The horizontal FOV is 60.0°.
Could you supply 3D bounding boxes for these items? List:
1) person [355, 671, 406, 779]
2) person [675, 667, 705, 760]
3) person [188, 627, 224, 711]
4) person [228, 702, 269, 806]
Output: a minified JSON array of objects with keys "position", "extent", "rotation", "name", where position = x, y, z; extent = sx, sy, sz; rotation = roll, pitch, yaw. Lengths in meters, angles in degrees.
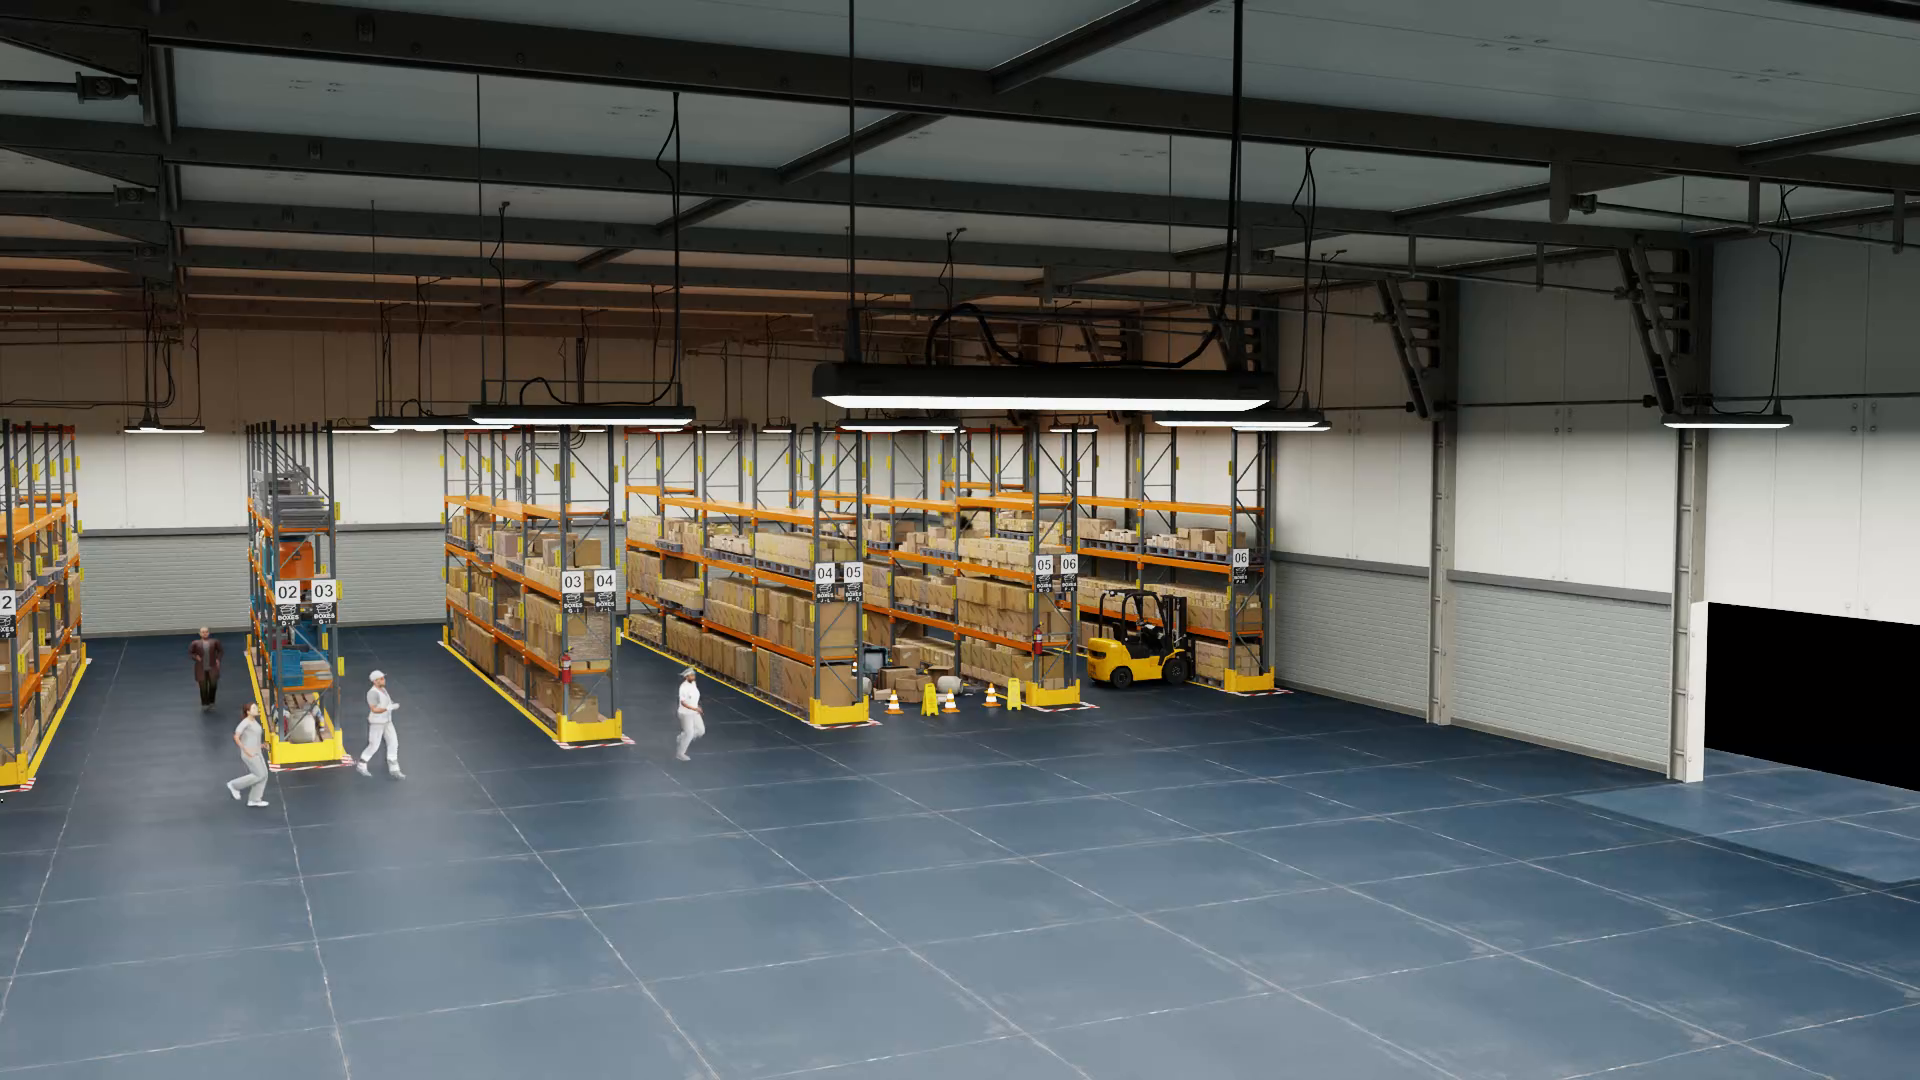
[{"position":[-9.667,3.077,27.692],"extent":[0.835,1.825,0.656],"rotation":[1,4,10],"name":"person"},{"position":[-4.752,3.061,29.439],"extent":[0.598,1.659,0.602],"rotation":[1,4,21],"name":"person"},{"position":[-15.615,2.691,34.476],"extent":[0.694,1.765,0.675],"rotation":[-2,4,-28],"name":"person"},{"position":[-11.005,3.322,25.718],"extent":[0.585,1.614,0.585],"rotation":[0,4,-2],"name":"person"}]
